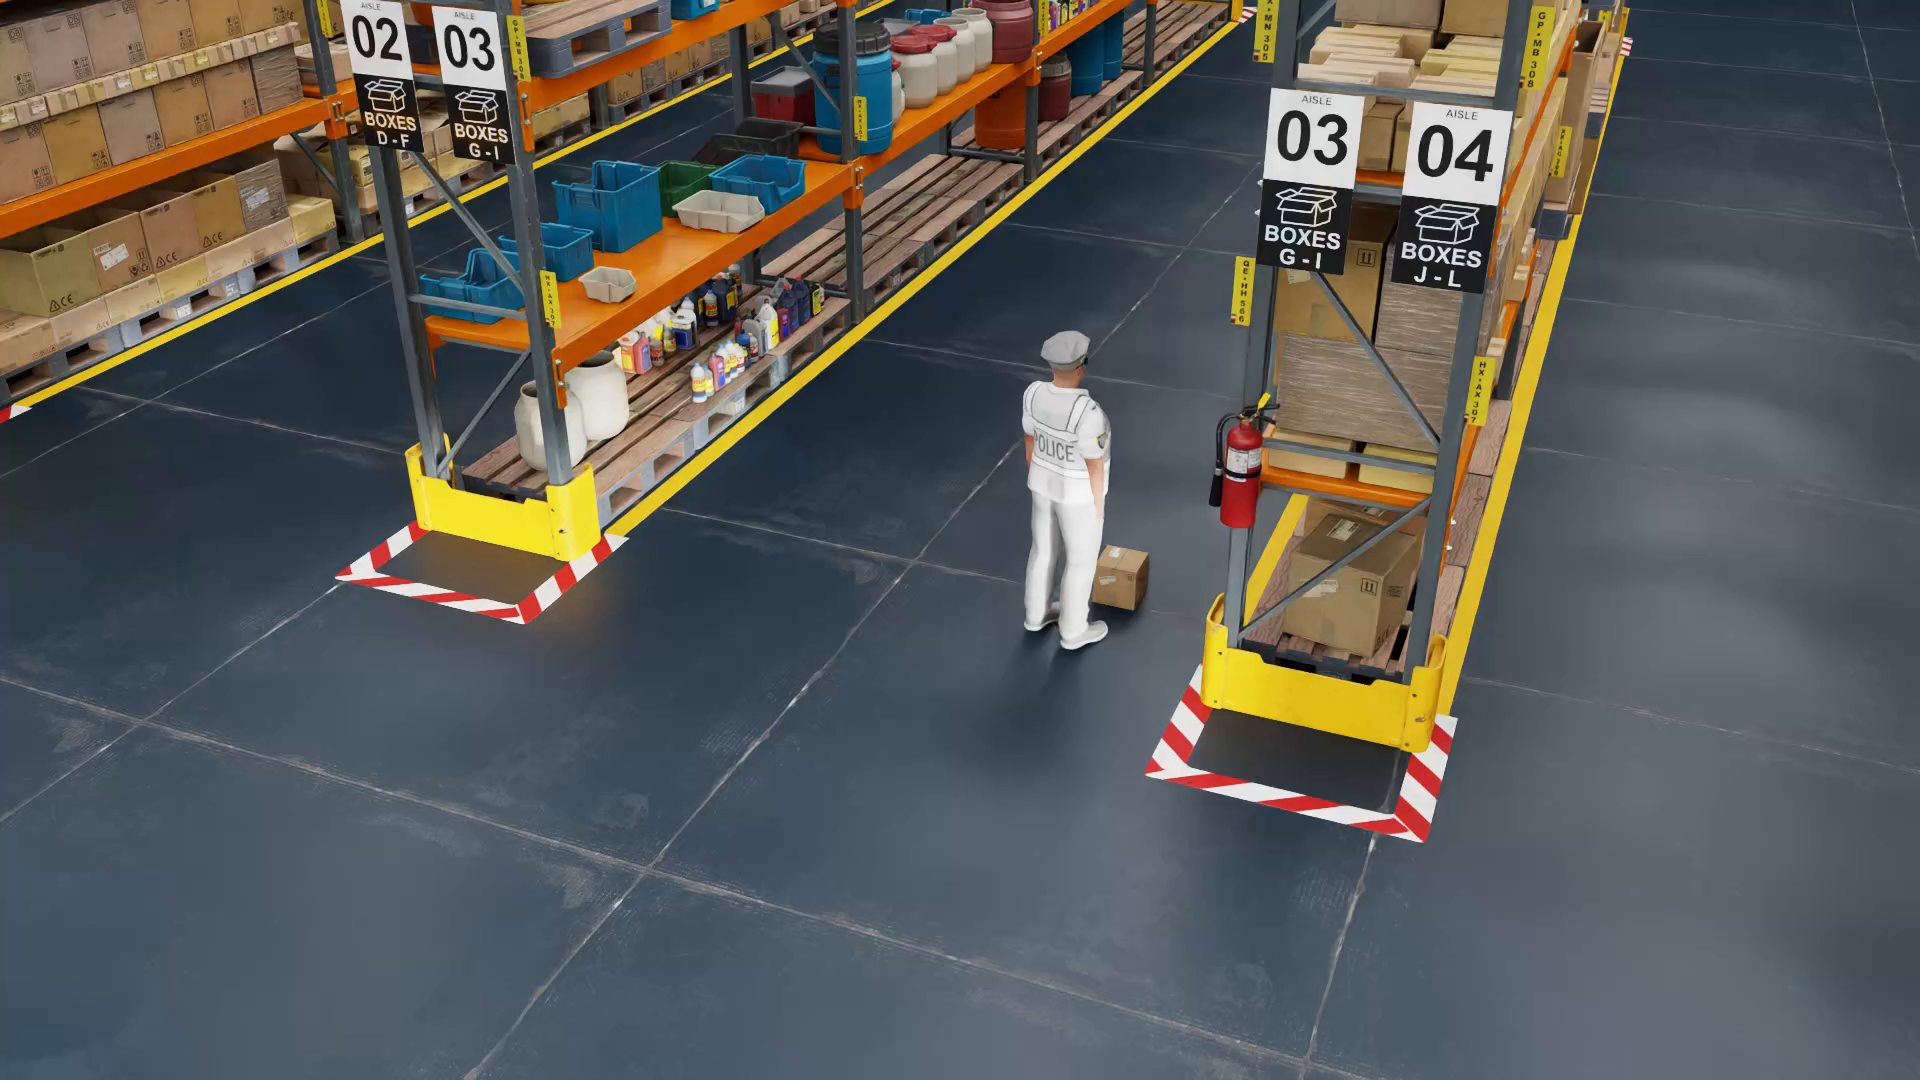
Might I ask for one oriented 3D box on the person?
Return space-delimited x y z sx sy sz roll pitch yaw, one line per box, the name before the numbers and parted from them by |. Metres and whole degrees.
person | 0.575 -0.275 8.864 0.525 1.768 0.394 26 38 38
